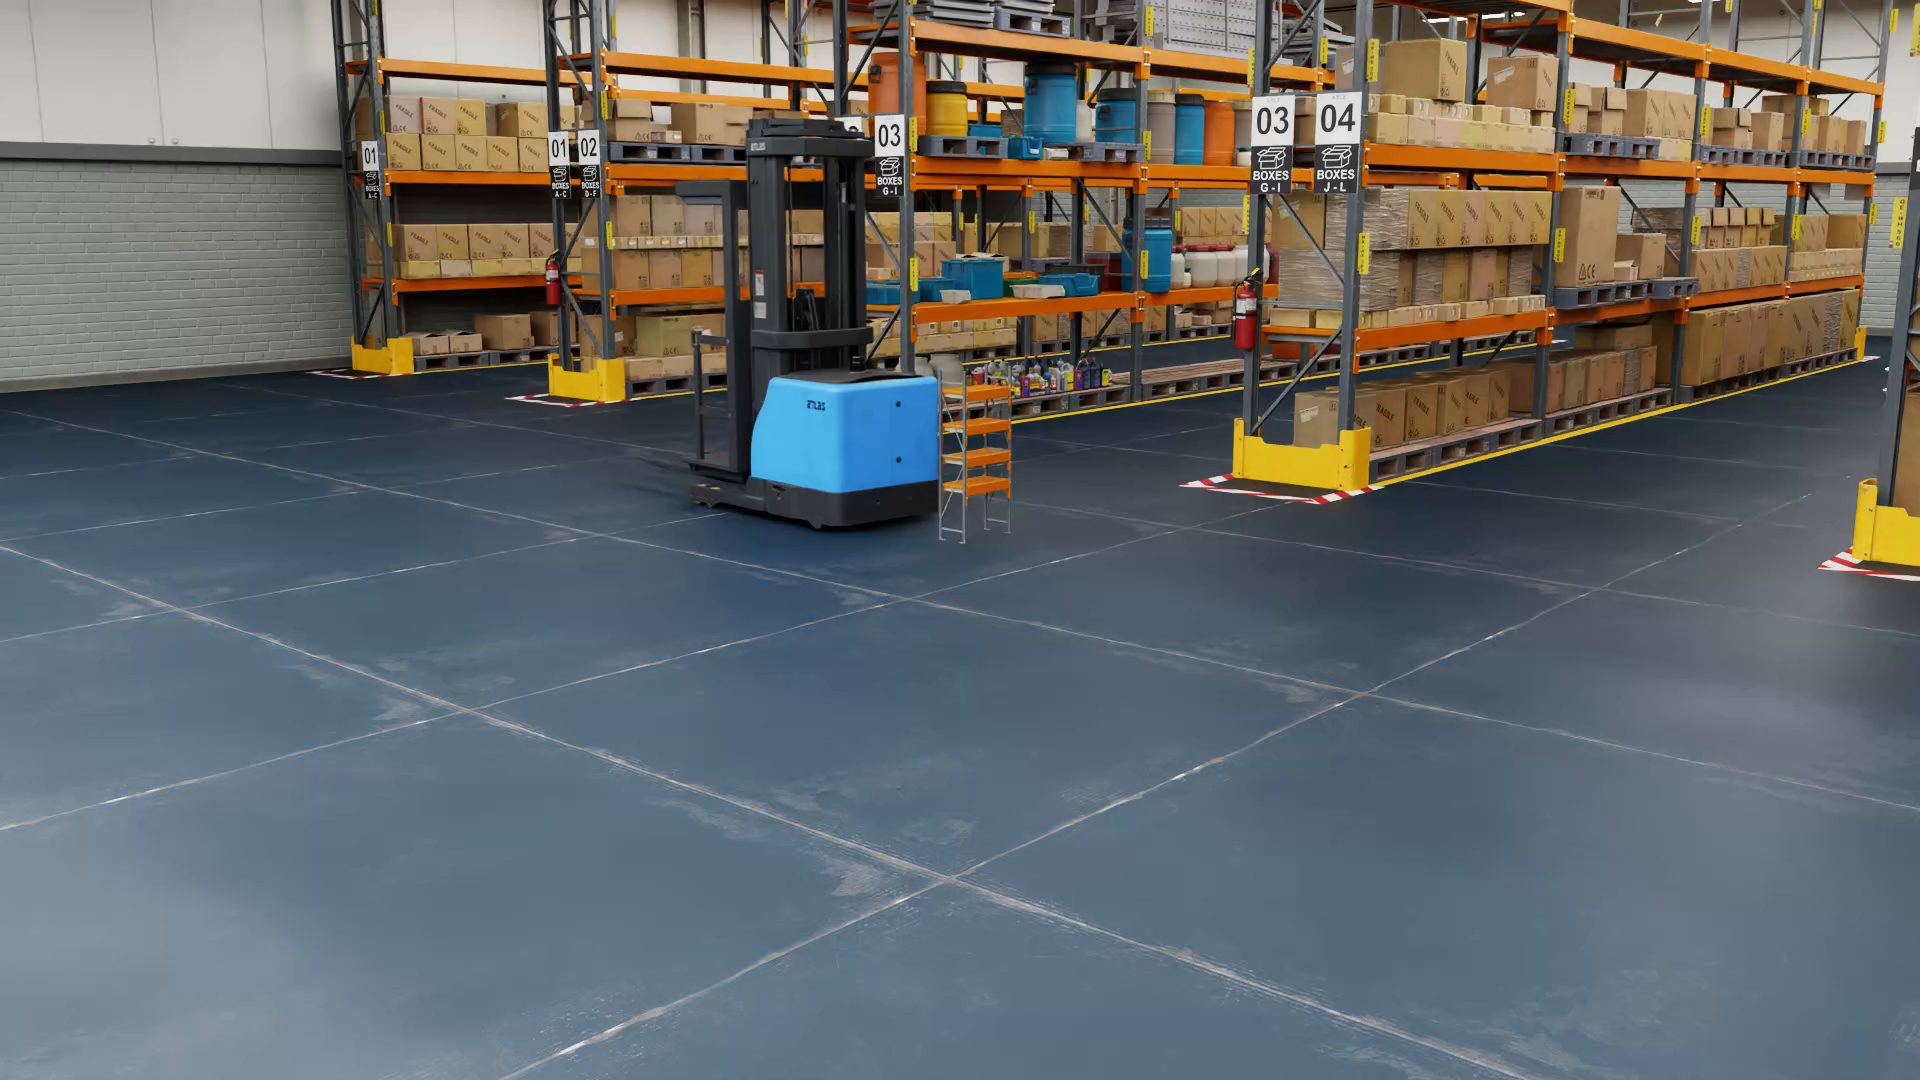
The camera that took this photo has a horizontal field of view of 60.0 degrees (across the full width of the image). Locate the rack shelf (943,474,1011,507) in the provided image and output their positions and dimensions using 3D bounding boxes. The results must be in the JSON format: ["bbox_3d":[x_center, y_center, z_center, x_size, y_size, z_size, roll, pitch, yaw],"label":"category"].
[{"bbox_3d":[0.109,-0.352,11.768,0.258,0.148,0.480,10,15,40],"label":"rack shelf"}]

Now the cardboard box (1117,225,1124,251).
[{"bbox_3d":[2.443,-5.111,28.314,0.500,0.500,0.700,-9,15,-39],"label":"cardboard box"}]

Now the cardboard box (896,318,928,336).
[{"bbox_3d":[-0.816,-3.139,24.287,0.500,0.311,0.500,9,14,38],"label":"cardboard box"}]

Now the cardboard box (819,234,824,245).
[{"bbox_3d":[-1.970,-4.128,22.811,0.380,0.149,0.250,10,15,40],"label":"cardboard box"}]

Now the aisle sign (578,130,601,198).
[{"bbox_3d":[-4.405,-4.466,19.775,0.394,0.787,0.004,10,15,40],"label":"aisle sign"}]

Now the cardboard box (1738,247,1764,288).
[{"bbox_3d":[9.993,-3.520,21.420,0.500,0.500,0.500,10,15,40],"label":"cardboard box"}]

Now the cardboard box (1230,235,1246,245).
[{"bbox_3d":[4.873,-5.319,30.427,0.500,0.500,0.500,9,15,40],"label":"cardboard box"}]

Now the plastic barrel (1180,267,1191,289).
[{"bbox_3d":[2.756,-3.295,20.903,0.301,0.262,0.301,0,11,0],"label":"plastic barrel"}]

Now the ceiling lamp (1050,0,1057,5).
[{"bbox_3d":[1.163,-10.965,28.730,0.800,3.185,2.000,10,15,40],"label":"ceiling lamp"}]

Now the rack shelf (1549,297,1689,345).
[{"bbox_3d":[6.808,-2.489,18.352,1.077,0.370,4.000,10,15,40],"label":"rack shelf"}]

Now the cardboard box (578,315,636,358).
[{"bbox_3d":[-4.461,-2.583,21.019,0.500,0.500,0.500,10,15,40],"label":"cardboard box"}]

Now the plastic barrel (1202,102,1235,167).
[{"bbox_3d":[3.271,-5.269,21.678,0.600,0.830,0.708,10,15,40],"label":"plastic barrel"}]

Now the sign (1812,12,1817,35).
[{"bbox_3d":[12.996,-7.863,25.317,0.100,0.325,0.005,10,15,40],"label":"sign"}]

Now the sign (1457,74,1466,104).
[{"bbox_3d":[5.068,-4.536,16.781,0.100,0.325,0.005,10,15,40],"label":"sign"}]

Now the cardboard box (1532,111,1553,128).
[{"bbox_3d":[5.490,-4.055,16.063,0.380,0.149,0.250,10,15,42],"label":"cardboard box"}]

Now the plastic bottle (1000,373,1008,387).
[{"bbox_3d":[0.514,-1.839,19.284,0.097,0.201,0.097,0,11,0],"label":"plastic bottle"}]

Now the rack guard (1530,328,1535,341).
[{"bbox_3d":[9.695,-3.733,29.124,1.175,0.500,0.348,10,15,40],"label":"rack guard"}]

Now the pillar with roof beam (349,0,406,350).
[{"bbox_3d":[-5.269,-6.480,21.182,9.100,9.000,0.400,10,15,40],"label":"pillar with roof beam"}]

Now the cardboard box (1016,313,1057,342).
[{"bbox_3d":[1.204,-3.437,26.522,0.500,0.500,0.500,11,15,43],"label":"cardboard box"}]

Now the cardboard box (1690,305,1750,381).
[{"bbox_3d":[9.193,-2.529,21.068,1.225,0.875,0.875,10,15,41],"label":"cardboard box"}]

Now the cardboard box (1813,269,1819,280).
[{"bbox_3d":[11.901,-3.756,23.499,0.380,0.149,0.250,9,15,40],"label":"cardboard box"}]

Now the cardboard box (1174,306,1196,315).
[{"bbox_3d":[3.988,-4.134,30.492,0.500,0.311,0.500,10,15,40],"label":"cardboard box"}]

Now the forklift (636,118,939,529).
[{"bbox_3d":[-1.491,-1.745,12.963,1.130,2.935,3.031,-10,15,-41],"label":"forklift"}]

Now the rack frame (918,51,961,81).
[{"bbox_3d":[-0.394,-8.588,31.732,1.000,3.000,0.127,10,15,40],"label":"rack frame"}]

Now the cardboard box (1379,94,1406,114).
[{"bbox_3d":[3.446,-3.588,13.725,0.380,0.149,0.250,10,15,42],"label":"cardboard box"}]

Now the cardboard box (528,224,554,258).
[{"bbox_3d":[-6.420,-4.516,25.083,0.500,0.500,0.500,9,15,39],"label":"cardboard box"}]

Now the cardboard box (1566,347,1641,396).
[{"bbox_3d":[7.344,-1.942,19.033,0.700,0.500,0.500,8,14,36],"label":"cardboard box"}]

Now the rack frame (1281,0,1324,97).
[{"bbox_3d":[4.408,-6.718,22.373,1.000,3.000,0.127,10,15,40],"label":"rack frame"}]

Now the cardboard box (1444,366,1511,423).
[{"bbox_3d":[5.194,-1.474,16.743,0.500,0.500,0.500,9,15,39],"label":"cardboard box"}]

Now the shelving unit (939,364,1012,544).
[{"bbox_3d":[0.109,-0.613,11.716,0.258,1.200,0.503,10,15,40],"label":"shelving unit"}]

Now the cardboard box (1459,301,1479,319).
[{"bbox_3d":[4.565,-2.136,15.388,0.380,0.149,0.250,10,15,40],"label":"cardboard box"}]

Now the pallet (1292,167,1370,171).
[{"bbox_3d":[4.986,-5.255,23.185,1.003,0.211,1.213,10,15,40],"label":"pallet"}]

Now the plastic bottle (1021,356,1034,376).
[{"bbox_3d":[0.798,-2.012,19.765,0.144,0.351,0.185,9,14,38],"label":"plastic bottle"}]

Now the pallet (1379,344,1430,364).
[{"bbox_3d":[6.507,-2.889,25.639,1.003,0.211,1.213,10,15,40],"label":"pallet"}]

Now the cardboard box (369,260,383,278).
[{"bbox_3d":[-8.152,-3.910,23.963,0.500,0.250,0.500,10,15,41],"label":"cardboard box"}]

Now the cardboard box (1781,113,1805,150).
[{"bbox_3d":[11.240,-5.622,22.962,0.700,0.500,0.500,9,14,37],"label":"cardboard box"}]

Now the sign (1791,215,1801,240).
[{"bbox_3d":[11.183,-4.185,22.251,0.100,0.325,0.005,10,15,40],"label":"sign"}]

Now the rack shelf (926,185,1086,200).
[{"bbox_3d":[0.926,-7.058,33.570,1.077,0.370,4.000,10,15,40],"label":"rack shelf"}]

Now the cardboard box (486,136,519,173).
[{"bbox_3d":[-6.848,-5.660,24.426,0.500,0.500,0.500,11,16,44],"label":"cardboard box"}]

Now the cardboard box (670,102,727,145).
[{"bbox_3d":[-3.290,-5.244,20.965,0.500,0.500,0.500,10,15,40],"label":"cardboard box"}]

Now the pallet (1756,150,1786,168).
[{"bbox_3d":[10.200,-4.960,21.719,0.805,0.209,1.217,9,14,38],"label":"pallet"}]

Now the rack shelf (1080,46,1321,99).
[{"bbox_3d":[3.087,-5.875,21.009,1.077,0.370,4.000,10,15,40],"label":"rack shelf"}]

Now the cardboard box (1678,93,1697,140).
[{"bbox_3d":[8.001,-4.799,18.888,0.500,0.500,0.500,10,15,42],"label":"cardboard box"}]

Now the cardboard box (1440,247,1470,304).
[{"bbox_3d":[4.172,-2.460,15.357,0.875,0.500,0.500,10,15,40],"label":"cardboard box"}]

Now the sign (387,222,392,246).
[{"bbox_3d":[-7.907,-4.235,23.045,0.100,0.325,0.005,10,15,40],"label":"sign"}]

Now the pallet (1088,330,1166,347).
[{"bbox_3d":[2.821,-3.514,28.766,1.003,0.211,1.213,10,15,40],"label":"pallet"}]

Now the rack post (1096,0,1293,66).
[{"bbox_3d":[3.002,-6.529,20.913,1.013,1.000,3.121,10,15,40],"label":"rack post"}]

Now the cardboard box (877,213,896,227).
[{"bbox_3d":[-1.527,-5.892,30.574,0.500,0.250,0.500,9,15,39],"label":"cardboard box"}]

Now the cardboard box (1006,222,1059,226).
[{"bbox_3d":[1.446,-6.197,34.312,0.980,0.700,0.700,10,15,40],"label":"cardboard box"}]

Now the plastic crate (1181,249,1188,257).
[{"bbox_3d":[3.111,-3.610,21.962,0.402,0.464,0.583,10,15,40],"label":"plastic crate"}]

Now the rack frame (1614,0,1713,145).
[{"bbox_3d":[8.128,-6.078,19.167,1.000,3.000,0.127,10,15,40],"label":"rack frame"}]

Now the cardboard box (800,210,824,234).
[{"bbox_3d":[-2.239,-4.448,22.755,0.700,0.500,0.500,10,15,41],"label":"cardboard box"}]

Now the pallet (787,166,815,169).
[{"bbox_3d":[-2.649,-6.537,29.607,1.213,0.211,1.003,11,16,43],"label":"pallet"}]

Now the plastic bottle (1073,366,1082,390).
[{"bbox_3d":[1.356,-1.882,19.288,0.133,0.283,0.061,-11,16,-44],"label":"plastic bottle"}]
